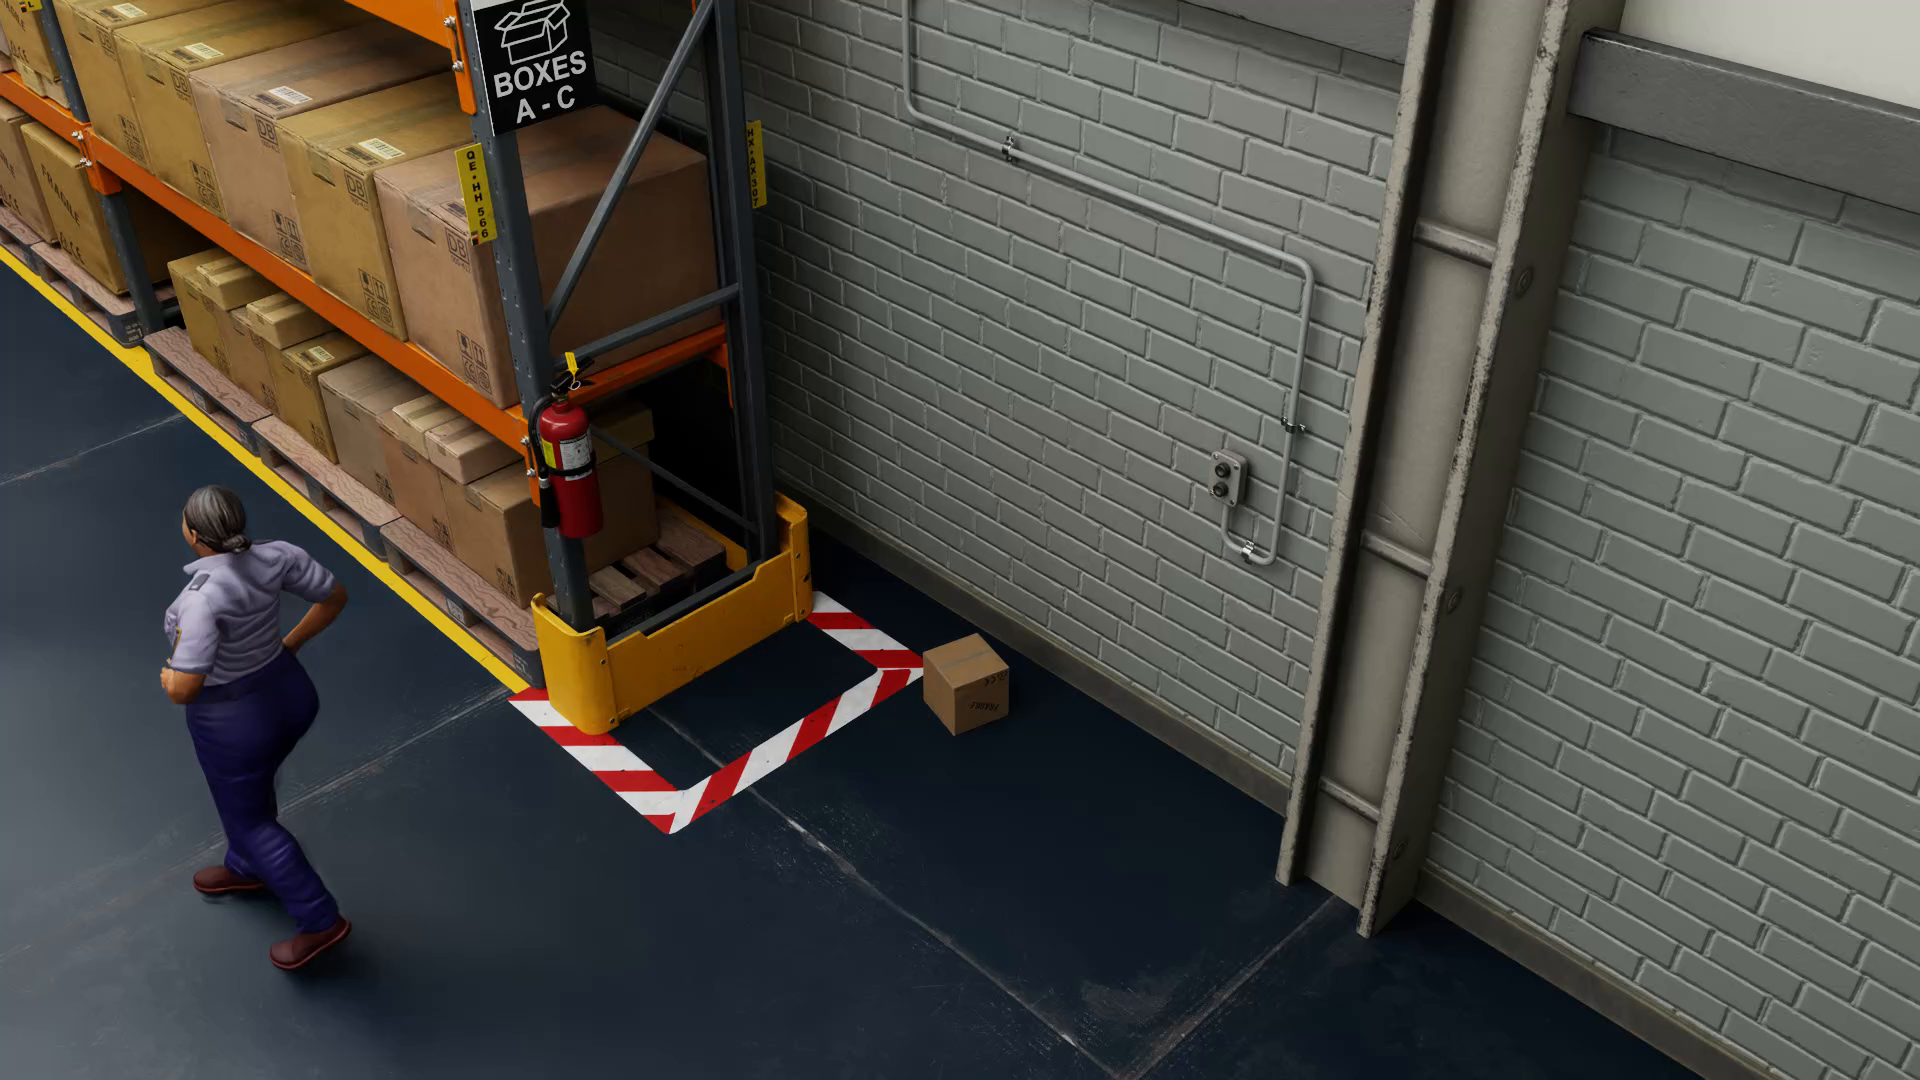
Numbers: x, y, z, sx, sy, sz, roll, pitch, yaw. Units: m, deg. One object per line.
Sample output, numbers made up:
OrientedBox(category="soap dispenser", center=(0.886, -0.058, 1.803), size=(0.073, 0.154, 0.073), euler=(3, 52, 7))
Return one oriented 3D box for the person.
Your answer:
OrientedBox(category="person", center=(-2.302, 0.563, 5.378), size=(0.784, 1.647, 0.722), euler=(12, 37, 16))
